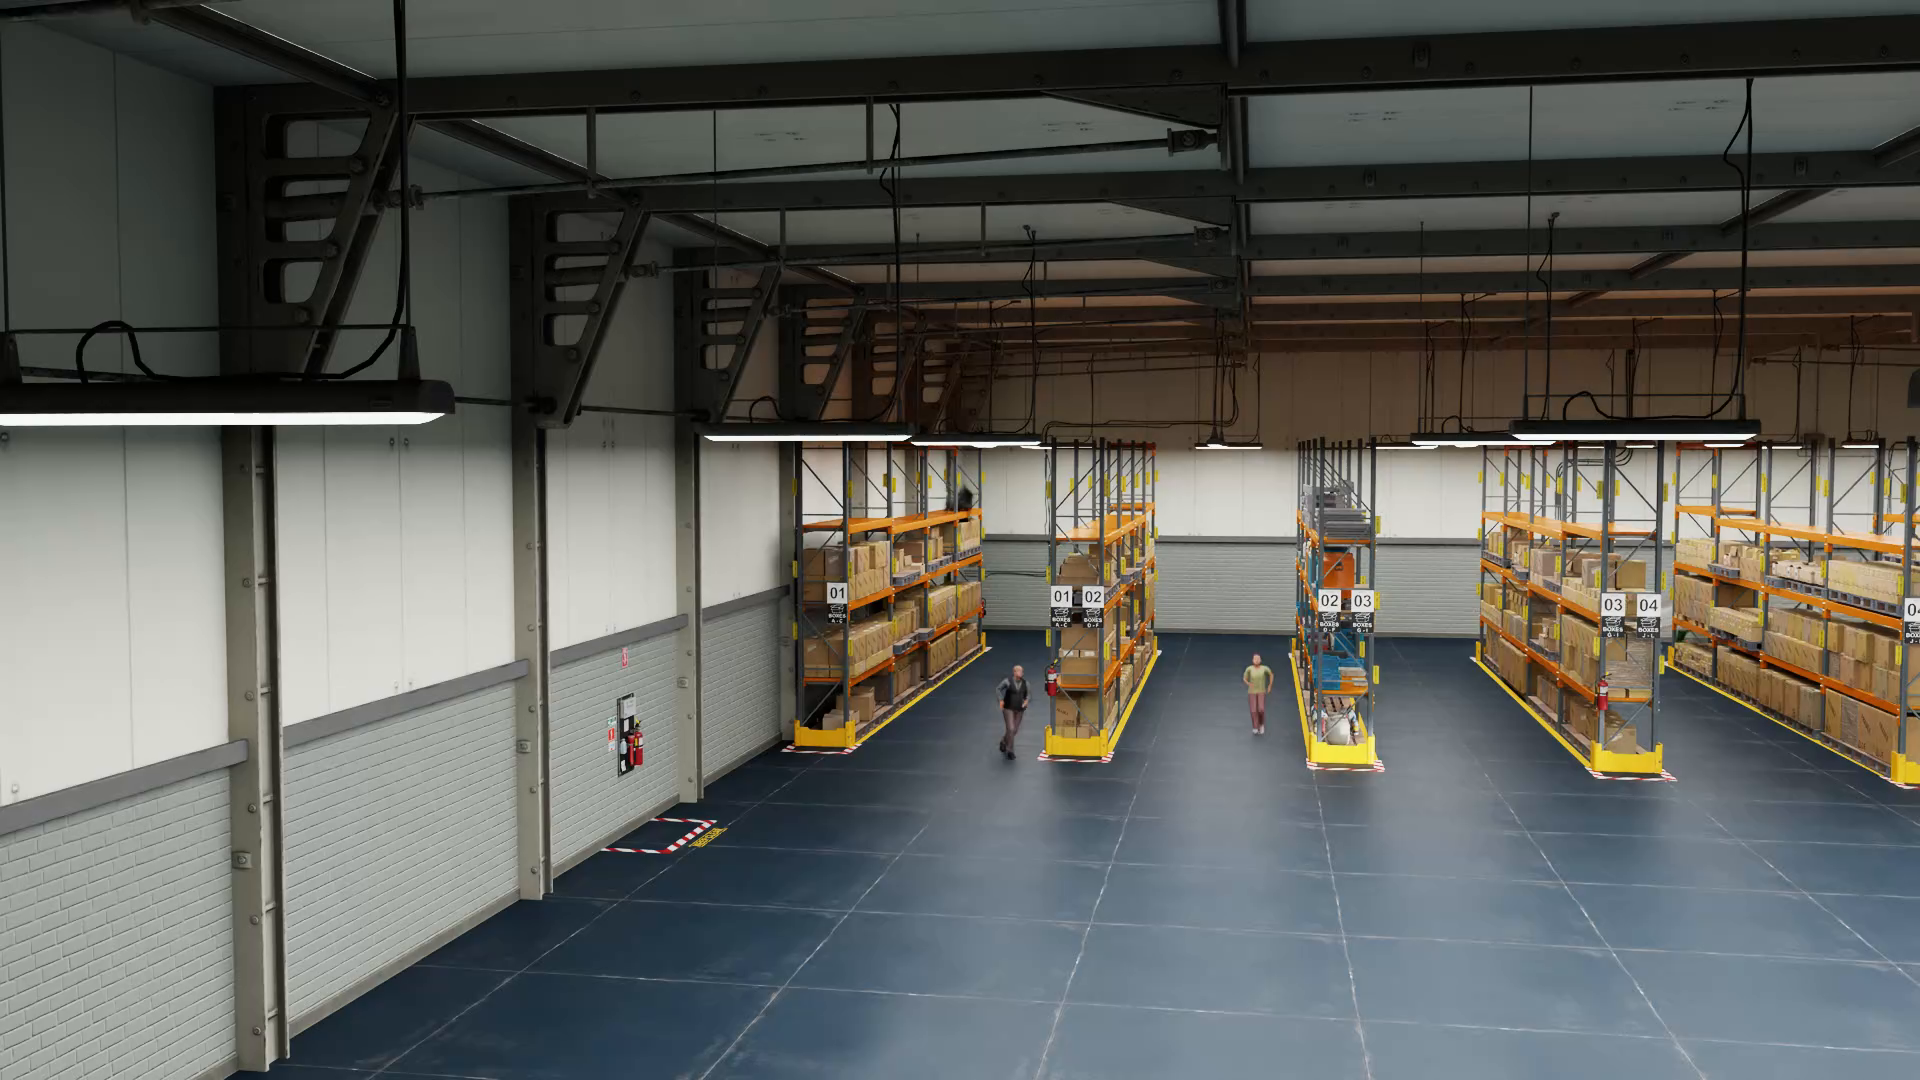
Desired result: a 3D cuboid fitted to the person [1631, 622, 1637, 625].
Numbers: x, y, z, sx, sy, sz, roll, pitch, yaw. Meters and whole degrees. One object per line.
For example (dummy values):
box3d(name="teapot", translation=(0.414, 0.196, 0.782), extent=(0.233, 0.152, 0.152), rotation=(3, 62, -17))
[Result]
box3d(name="person", translation=(17.750, 2.516, 44.637), extent=(0.654, 1.678, 0.770), rotation=(-3, 4, -40))

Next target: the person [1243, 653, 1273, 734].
box3d(name="person", translation=(6.027, 3.110, 33.654), extent=(0.596, 1.642, 0.609), rotation=(1, 3, 12))

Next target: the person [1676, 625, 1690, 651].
box3d(name="person", translation=(19.881, 2.439, 45.920), extent=(0.730, 1.704, 0.691), rotation=(-3, 4, -44))

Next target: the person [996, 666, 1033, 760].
box3d(name="person", translation=(1.041, 3.221, 31.278), extent=(0.670, 1.716, 0.800), rotation=(-1, 3, -20))
